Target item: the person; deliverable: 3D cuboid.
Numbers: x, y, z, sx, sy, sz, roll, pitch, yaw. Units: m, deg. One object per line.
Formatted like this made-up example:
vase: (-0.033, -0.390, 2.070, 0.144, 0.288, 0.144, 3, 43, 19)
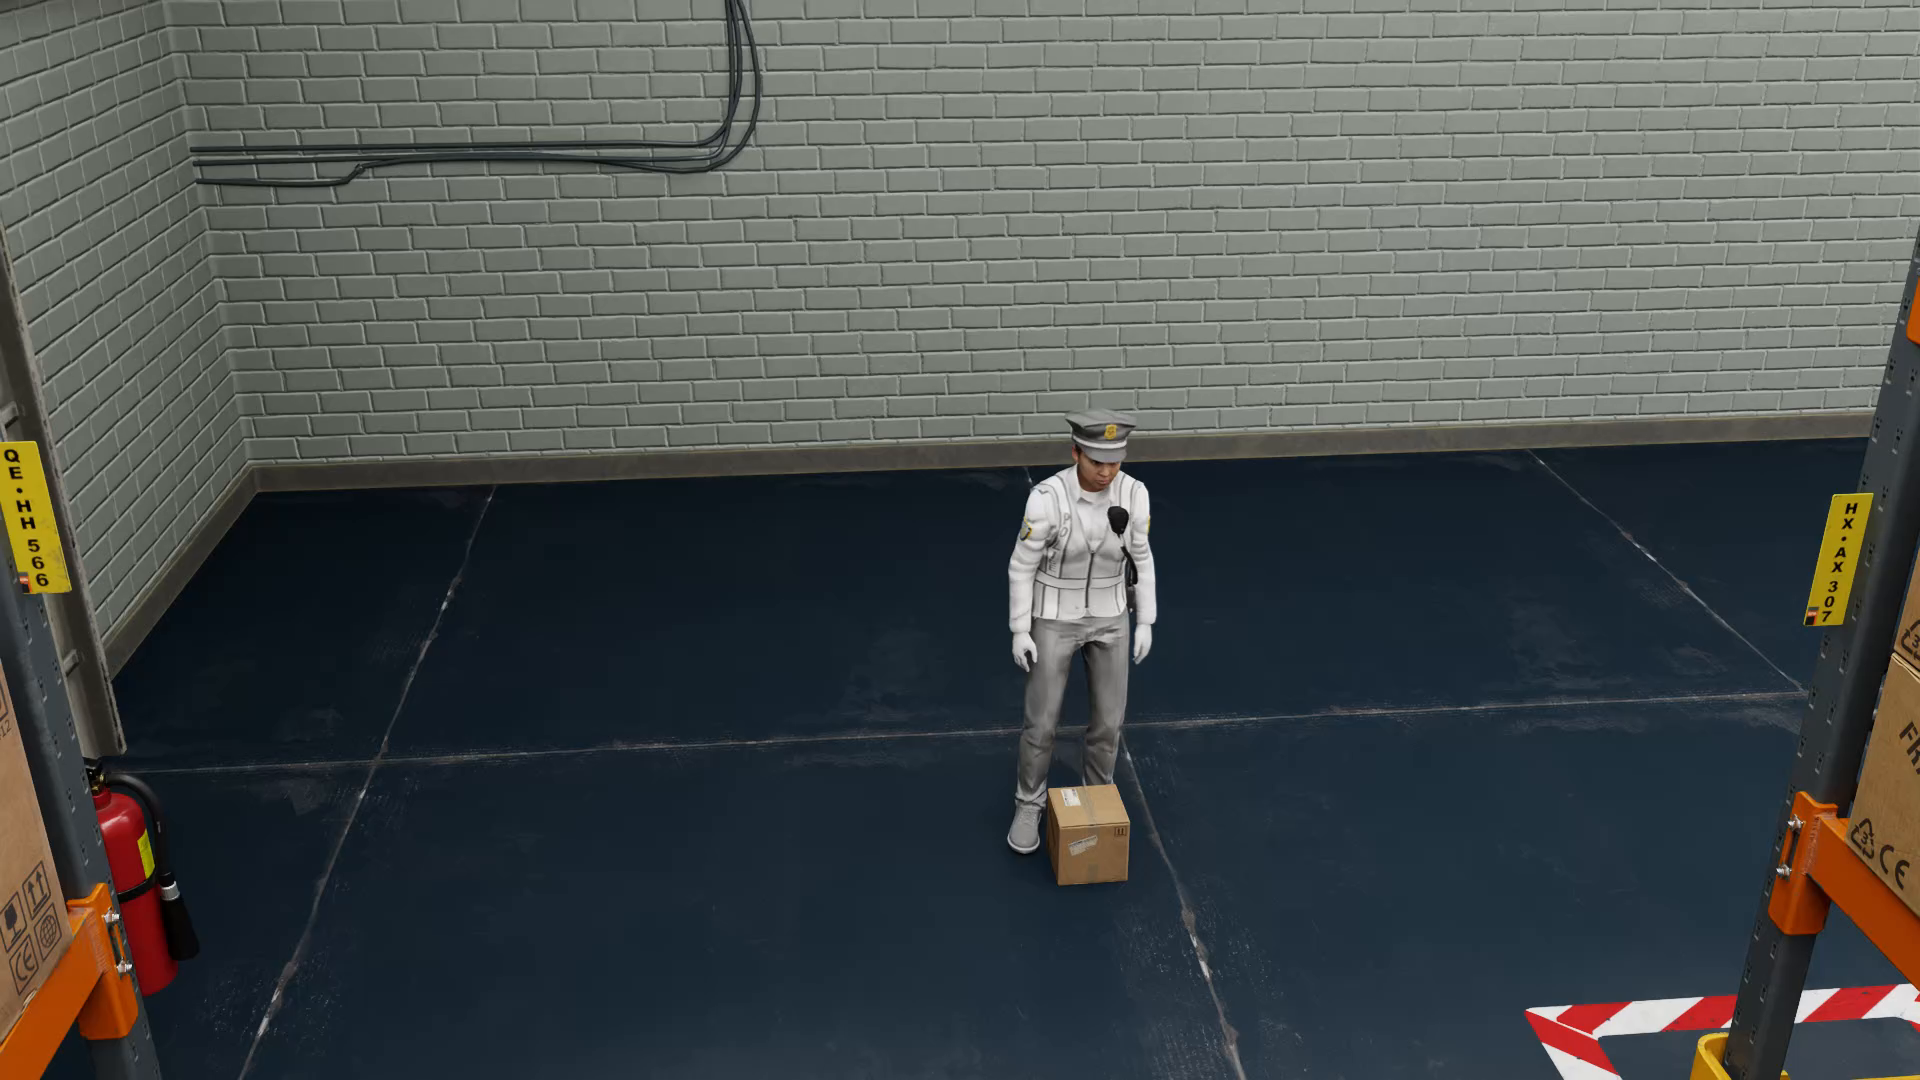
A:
person: (0.431, 0.311, 5.893, 0.544, 1.663, 0.376, -4, 24, -8)
